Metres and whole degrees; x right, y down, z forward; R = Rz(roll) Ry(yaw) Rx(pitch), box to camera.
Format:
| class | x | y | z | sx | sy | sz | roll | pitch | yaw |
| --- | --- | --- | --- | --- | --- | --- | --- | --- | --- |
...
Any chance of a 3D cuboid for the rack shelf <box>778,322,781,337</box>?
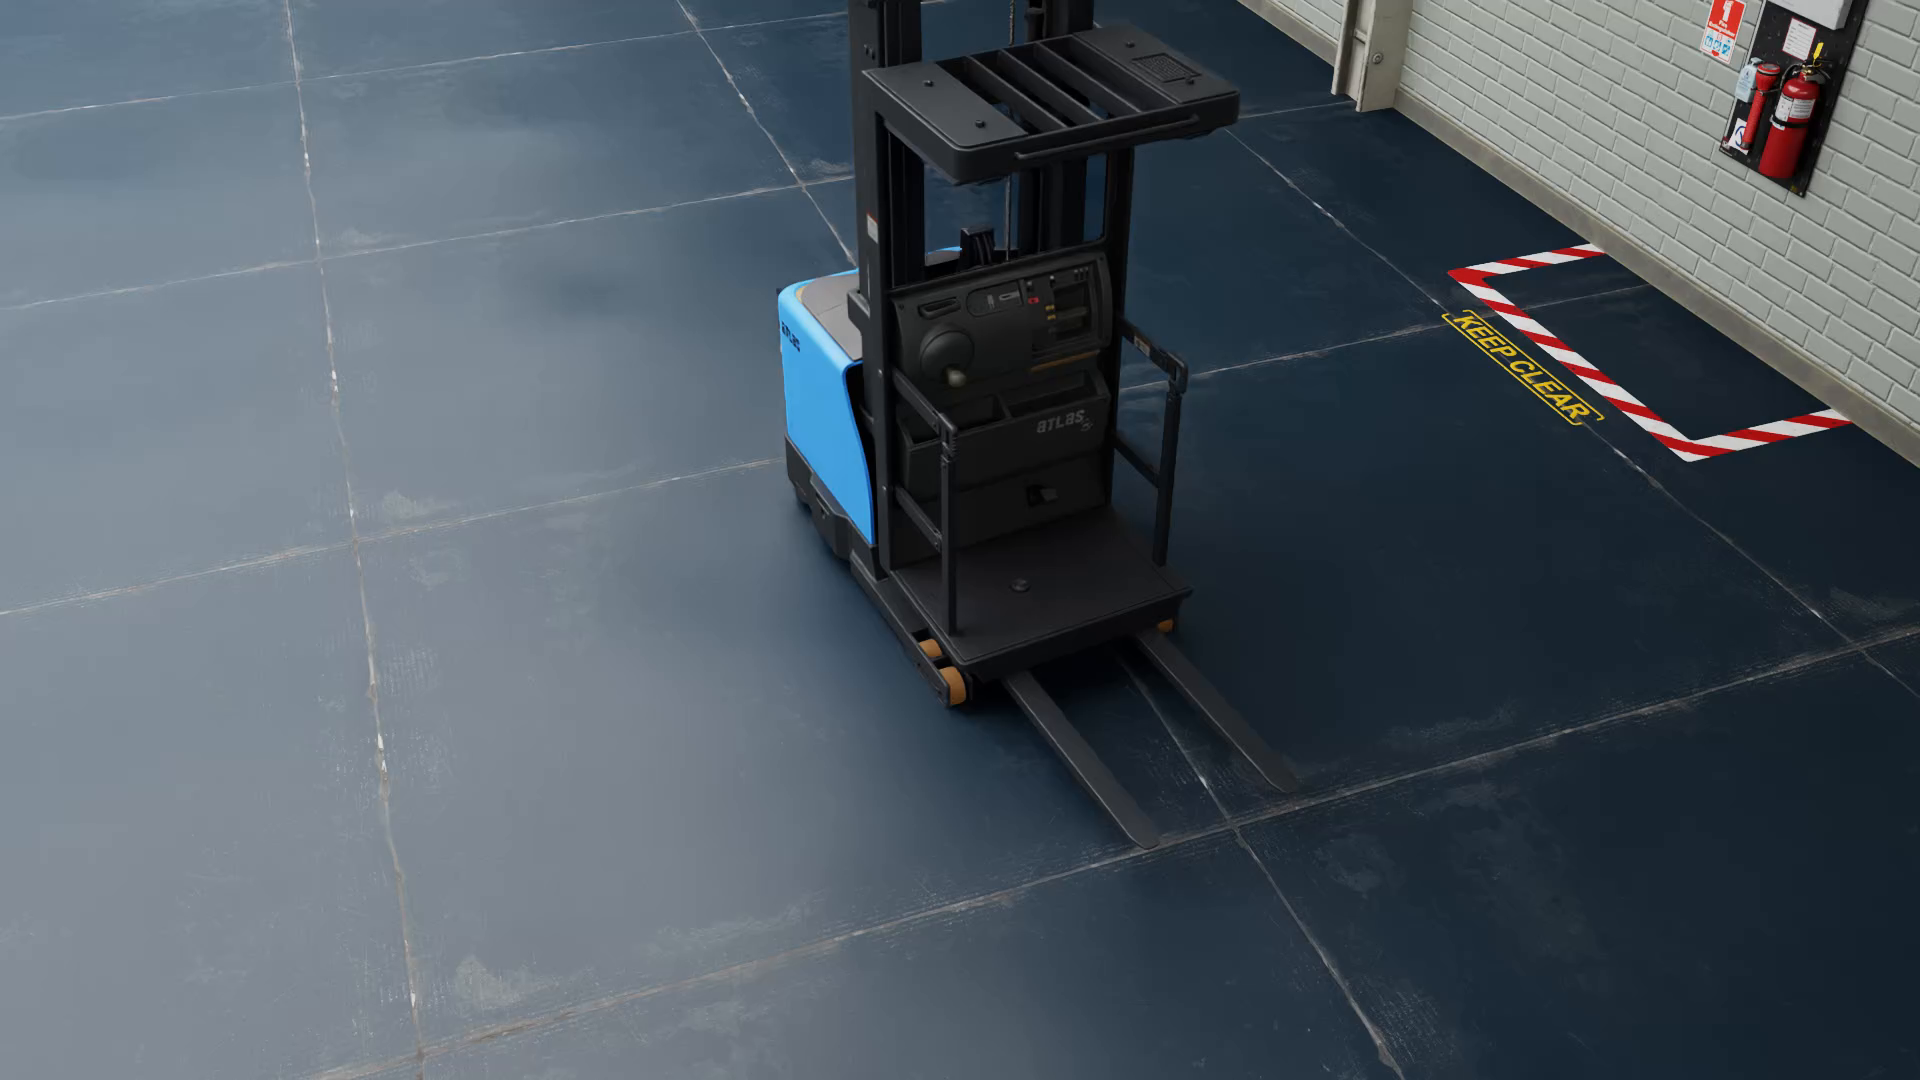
| class | x | y | z | sx | sy | sz | roll | pitch | yaw |
| --- | --- | --- | --- | --- | --- | --- | --- | --- | --- |
| rack shelf | -0.708 | -0.997 | 7.925 | 0.258 | 0.077 | 0.200 | -20 | 38 | -24 |

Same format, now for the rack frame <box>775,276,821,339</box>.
| class | x | y | z | sx | sy | sz | roll | pitch | yaw |
| --- | --- | --- | --- | --- | --- | --- | --- | --- | --- |
| rack frame | -0.754 | -0.851 | 8.132 | 0.240 | 0.900 | 0.006 | -20 | 38 | -24 |

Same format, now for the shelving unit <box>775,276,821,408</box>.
| class | x | y | z | sx | sy | sz | roll | pitch | yaw |
| --- | --- | --- | --- | --- | --- | --- | --- | --- | --- |
| shelving unit | -0.703 | -0.803 | 8.060 | 0.258 | 0.900 | 0.210 | -20 | 38 | -24 |

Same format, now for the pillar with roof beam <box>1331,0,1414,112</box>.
| class | x | y | z | sx | sy | sz | roll | pitch | yaw |
| --- | --- | --- | --- | --- | --- | --- | --- | --- | --- |
| pillar with roof beam | -1.140 | -5.873 | 8.068 | 9.100 | 9.000 | 0.400 | -12 | 39 | -16 |

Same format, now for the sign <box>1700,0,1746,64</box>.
| class | x | y | z | sx | sy | sz | roll | pitch | yaw |
| --- | --- | --- | --- | --- | --- | --- | --- | --- | --- |
| sign | 4.059 | -2.731 | 8.852 | 0.001 | 0.329 | 0.234 | -12 | 39 | -16 |

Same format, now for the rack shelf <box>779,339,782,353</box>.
| class | x | y | z | sx | sy | sz | roll | pitch | yaw |
| --- | --- | --- | --- | --- | --- | --- | --- | --- | --- |
| rack shelf | -0.706 | -0.923 | 7.976 | 0.258 | 0.077 | 0.200 | -20 | 38 | -24 |

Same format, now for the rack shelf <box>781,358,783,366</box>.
| class | x | y | z | sx | sy | sz | roll | pitch | yaw |
| --- | --- | --- | --- | --- | --- | --- | --- | --- | --- |
| rack shelf | -0.704 | -0.849 | 8.028 | 0.258 | 0.077 | 0.200 | -20 | 38 | -24 |

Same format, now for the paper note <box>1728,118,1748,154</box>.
| class | x | y | z | sx | sy | sz | roll | pitch | yaw |
| --- | --- | --- | --- | --- | --- | --- | --- | --- | --- |
| paper note | 4.157 | -2.145 | 8.837 | 0.016 | 0.148 | 0.142 | -12 | 39 | -16 |

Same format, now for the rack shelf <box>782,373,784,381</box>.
| class | x | y | z | sx | sy | sz | roll | pitch | yaw |
| --- | --- | --- | --- | --- | --- | --- | --- | --- | --- |
| rack shelf | -0.702 | -0.775 | 8.079 | 0.258 | 0.077 | 0.200 | -20 | 38 | -24 |

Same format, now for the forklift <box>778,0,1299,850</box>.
| class | x | y | z | sx | sy | sz | roll | pitch | yaw |
| --- | --- | --- | --- | --- | --- | --- | --- | --- | --- |
| forklift | 0.279 | -0.794 | 6.368 | 1.130 | 2.935 | 3.031 | -17 | 40 | -21 |

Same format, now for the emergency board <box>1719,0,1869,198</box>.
| class | x | y | z | sx | sy | sz | roll | pitch | yaw |
| --- | --- | --- | --- | --- | --- | --- | --- | --- | --- |
| emergency board | 4.153 | -2.383 | 8.420 | 0.194 | 1.169 | 0.643 | -12 | 39 | -16 |
